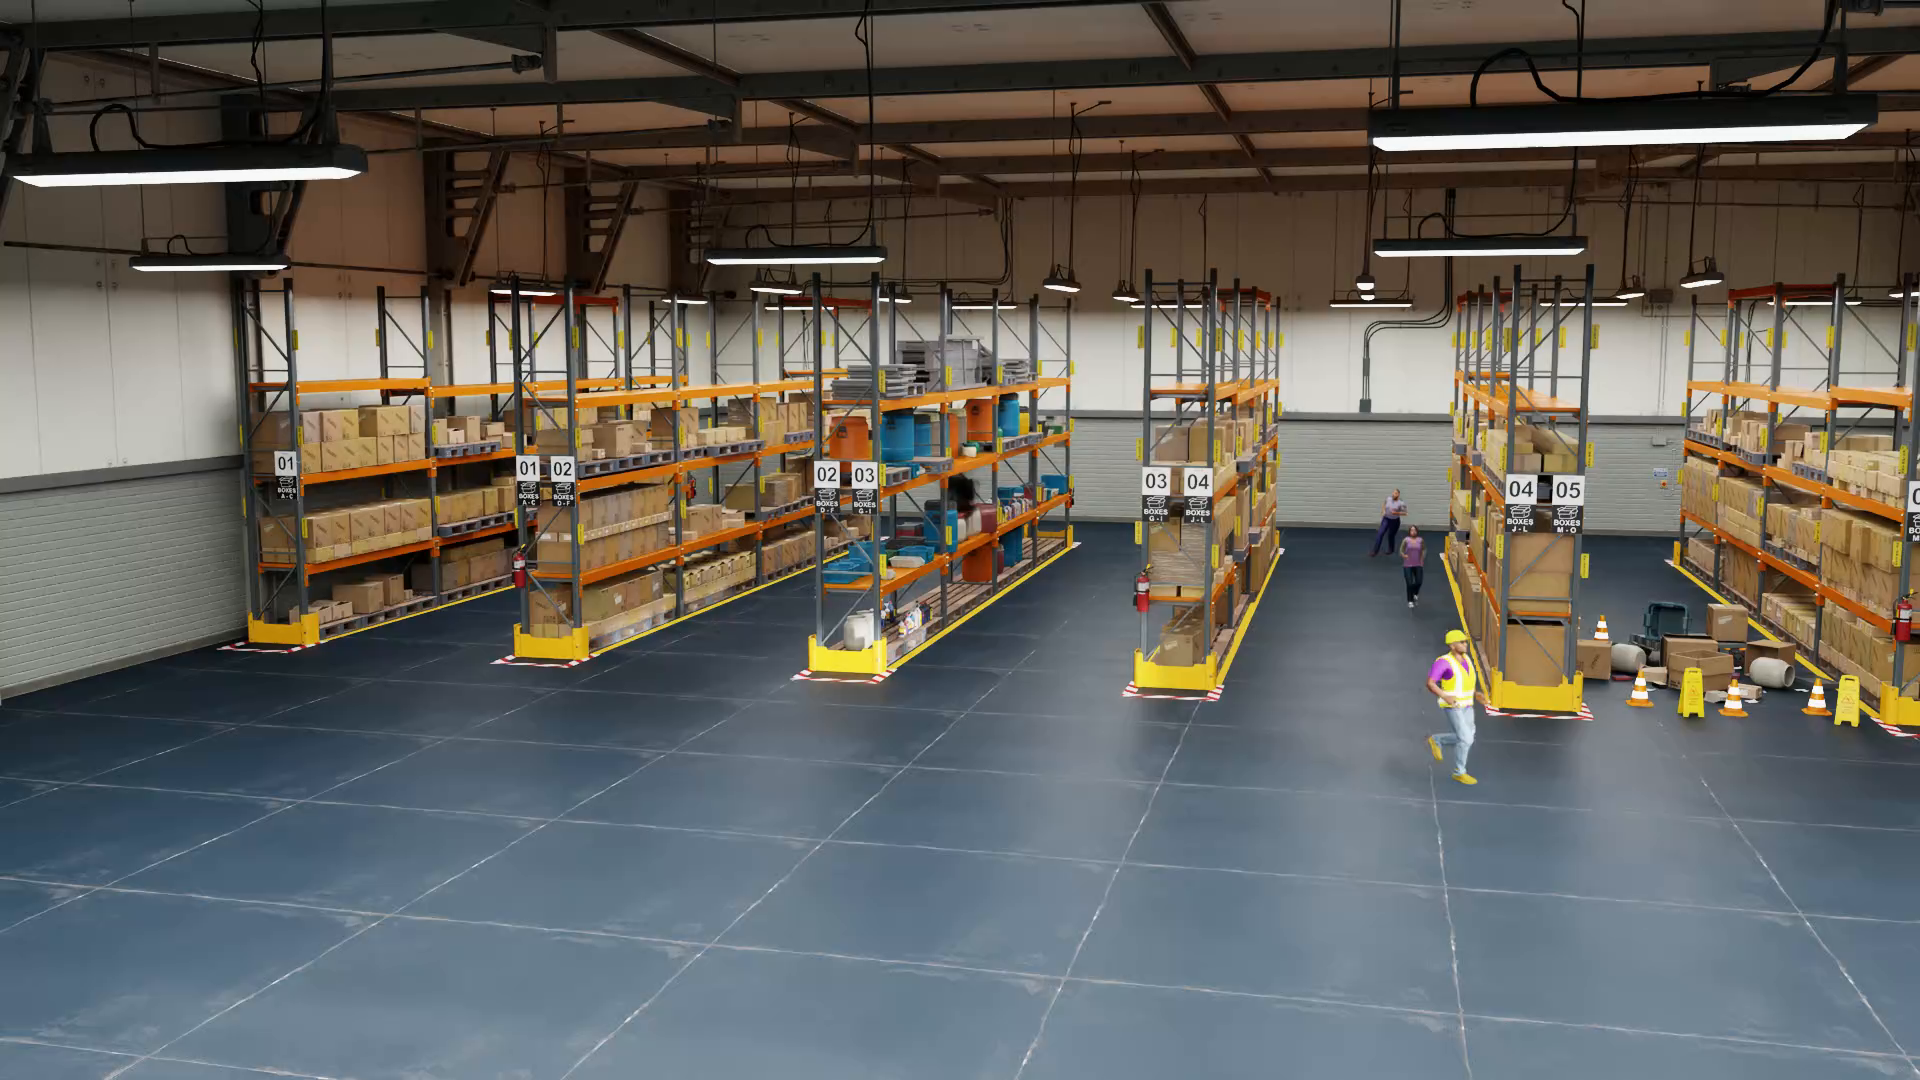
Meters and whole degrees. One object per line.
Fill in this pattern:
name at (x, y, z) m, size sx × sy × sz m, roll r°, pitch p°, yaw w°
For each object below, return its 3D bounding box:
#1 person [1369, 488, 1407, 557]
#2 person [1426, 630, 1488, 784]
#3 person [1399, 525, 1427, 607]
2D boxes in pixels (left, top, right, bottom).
person at (9.904, -0.405, 38.166) m, size 0.701 × 1.580 × 1.026 m, roll 4°, pitch 8°, yaw 31°
person at (5.624, 1.885, 19.005) m, size 0.701 × 1.732 × 0.702 m, roll -6°, pitch 9°, yaw -40°
person at (8.484, 0.498, 31.119) m, size 0.526 × 1.556 × 0.536 m, roll 1°, pitch 7°, yaw 8°
